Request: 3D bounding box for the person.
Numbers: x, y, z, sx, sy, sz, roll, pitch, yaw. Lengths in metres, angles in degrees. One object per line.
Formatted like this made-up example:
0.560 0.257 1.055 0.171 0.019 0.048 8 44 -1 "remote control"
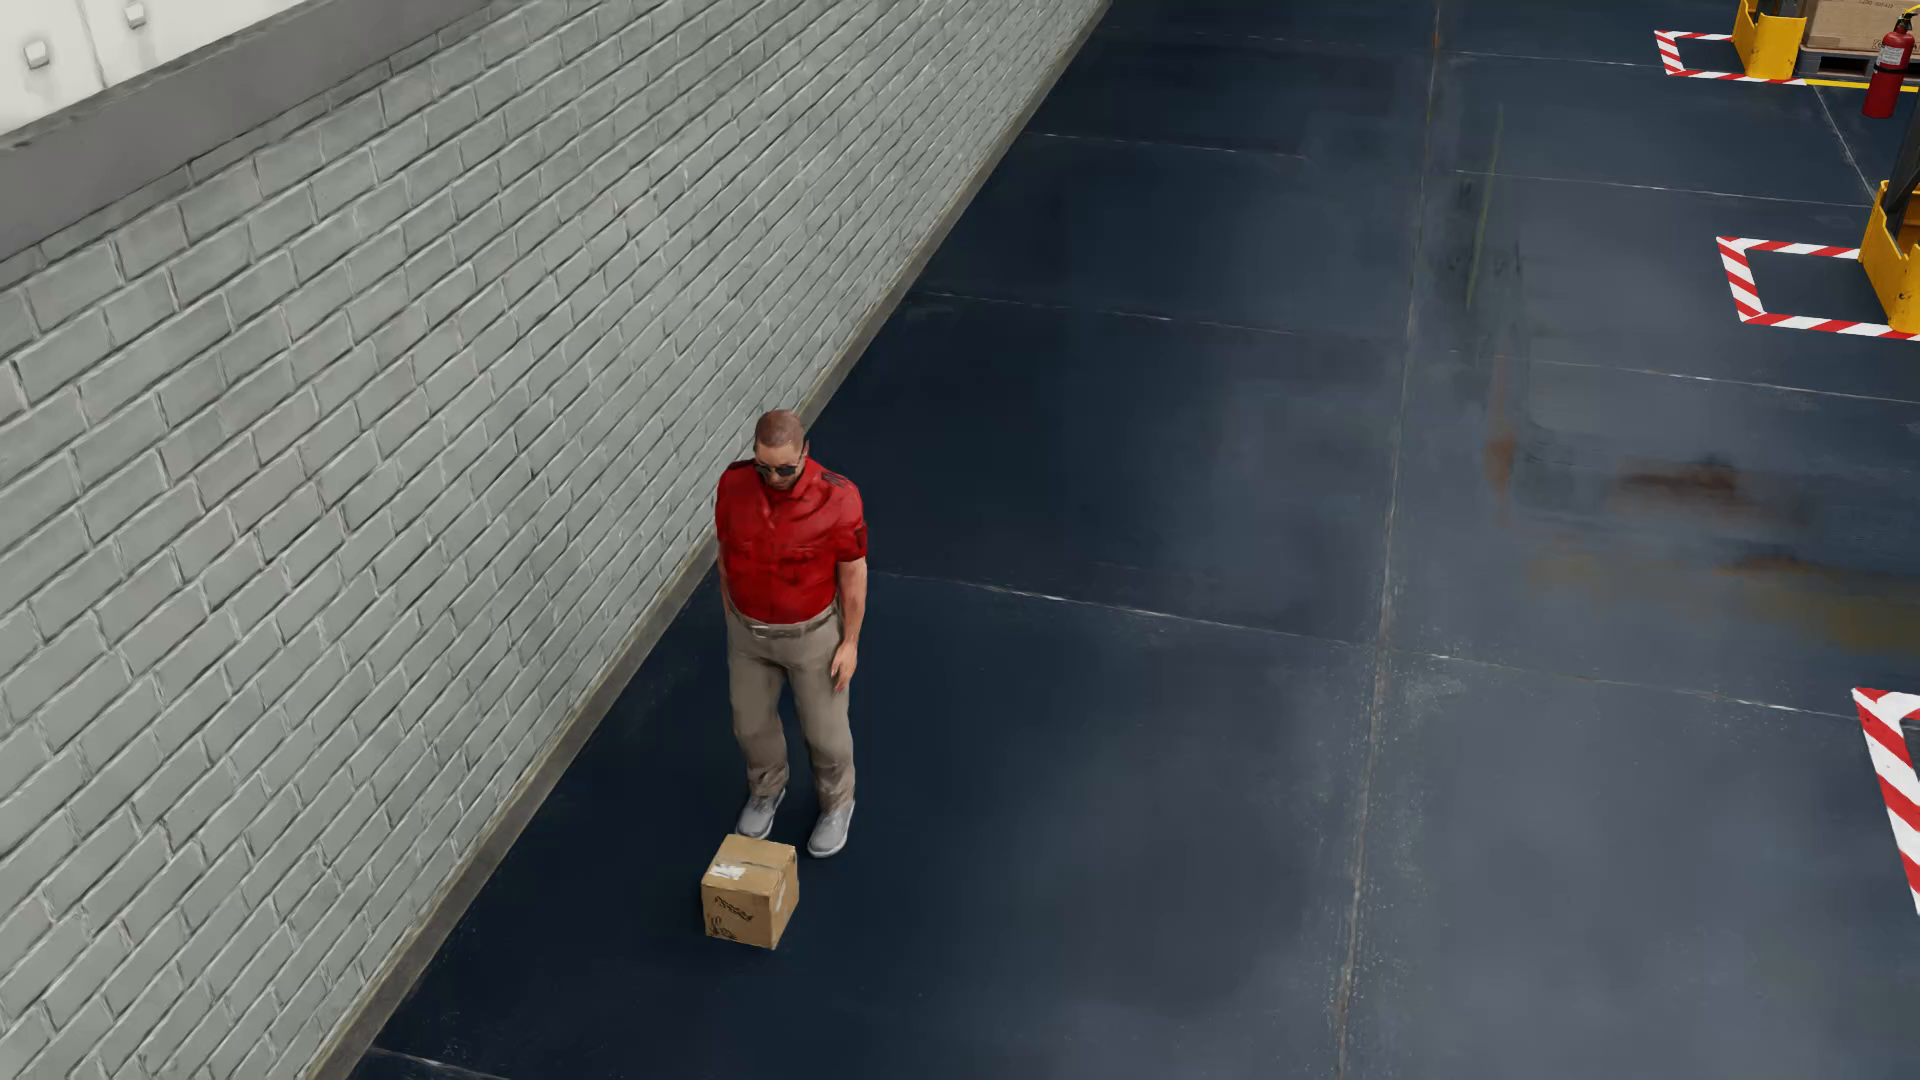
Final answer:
-0.570 0.322 5.666 0.532 1.719 0.357 9 34 13 "person"
